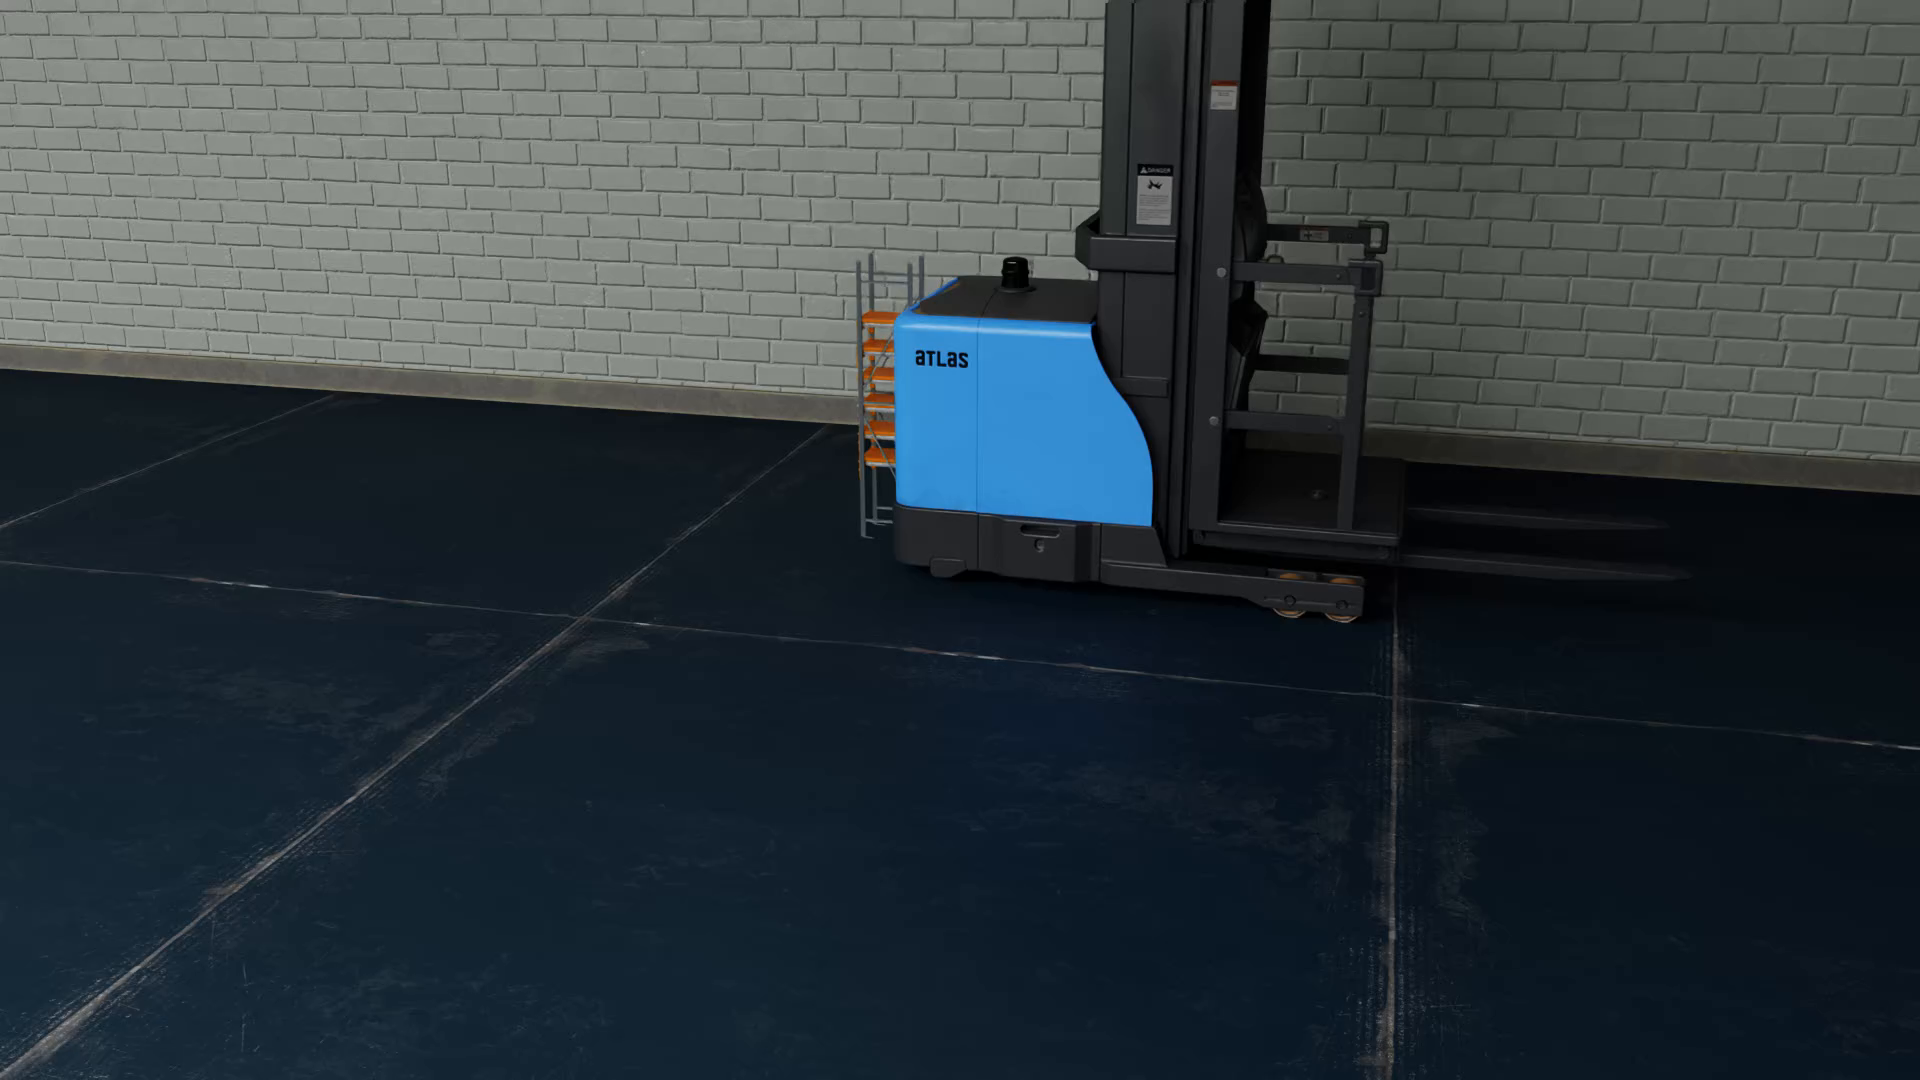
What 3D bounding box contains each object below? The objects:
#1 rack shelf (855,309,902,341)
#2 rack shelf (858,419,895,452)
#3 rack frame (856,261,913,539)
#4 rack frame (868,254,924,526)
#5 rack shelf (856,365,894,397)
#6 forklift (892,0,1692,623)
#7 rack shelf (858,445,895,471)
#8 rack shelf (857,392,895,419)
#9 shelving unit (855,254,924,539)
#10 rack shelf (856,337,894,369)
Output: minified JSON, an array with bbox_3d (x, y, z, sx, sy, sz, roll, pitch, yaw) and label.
[{"bbox_3d":[-0.289,-0.896,6.978,0.258,0.103,0.180,4,19,13],"label":"rack shelf"},{"bbox_3d":[-0.289,-0.442,7.133,0.258,0.103,0.180,4,19,13],"label":"rack shelf"},{"bbox_3d":[-0.311,-0.569,6.996,0.240,1.200,0.006,4,19,13],"label":"rack frame"},{"bbox_3d":[-0.268,-0.626,7.164,0.240,1.200,0.006,4,19,13],"label":"rack frame"},{"bbox_3d":[-0.289,-0.669,7.056,0.258,0.103,0.180,4,19,13],"label":"rack shelf"},{"bbox_3d":[1.303,-1.265,6.358,3.031,2.935,1.130,5,19,14],"label":"forklift"},{"bbox_3d":[-0.289,-0.328,7.172,0.258,0.103,0.180,4,19,13],"label":"rack shelf"},{"bbox_3d":[-0.289,-0.555,7.094,0.258,0.103,0.180,4,19,13],"label":"rack shelf"},{"bbox_3d":[-0.289,-0.597,7.080,0.258,1.200,0.189,4,19,13],"label":"shelving unit"},{"bbox_3d":[-0.289,-0.782,7.017,0.258,0.103,0.180,4,19,13],"label":"rack shelf"}]
